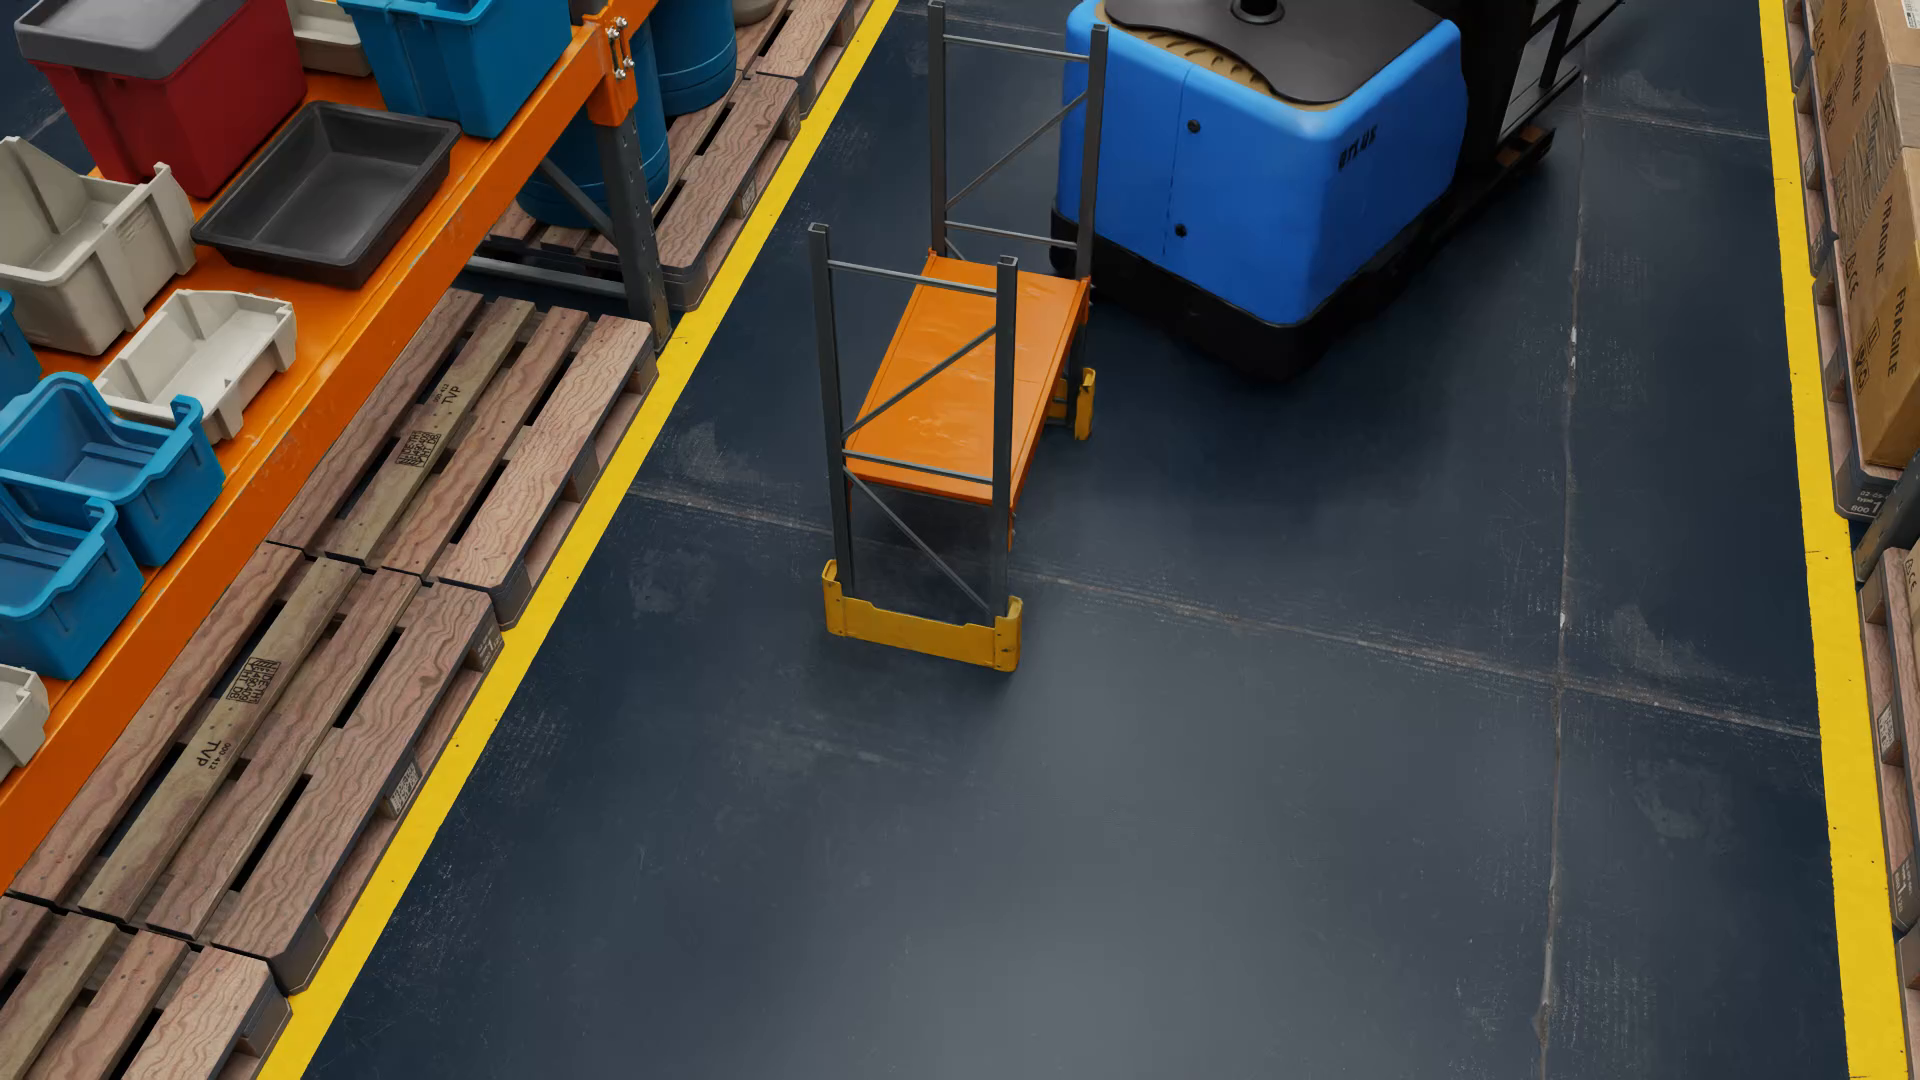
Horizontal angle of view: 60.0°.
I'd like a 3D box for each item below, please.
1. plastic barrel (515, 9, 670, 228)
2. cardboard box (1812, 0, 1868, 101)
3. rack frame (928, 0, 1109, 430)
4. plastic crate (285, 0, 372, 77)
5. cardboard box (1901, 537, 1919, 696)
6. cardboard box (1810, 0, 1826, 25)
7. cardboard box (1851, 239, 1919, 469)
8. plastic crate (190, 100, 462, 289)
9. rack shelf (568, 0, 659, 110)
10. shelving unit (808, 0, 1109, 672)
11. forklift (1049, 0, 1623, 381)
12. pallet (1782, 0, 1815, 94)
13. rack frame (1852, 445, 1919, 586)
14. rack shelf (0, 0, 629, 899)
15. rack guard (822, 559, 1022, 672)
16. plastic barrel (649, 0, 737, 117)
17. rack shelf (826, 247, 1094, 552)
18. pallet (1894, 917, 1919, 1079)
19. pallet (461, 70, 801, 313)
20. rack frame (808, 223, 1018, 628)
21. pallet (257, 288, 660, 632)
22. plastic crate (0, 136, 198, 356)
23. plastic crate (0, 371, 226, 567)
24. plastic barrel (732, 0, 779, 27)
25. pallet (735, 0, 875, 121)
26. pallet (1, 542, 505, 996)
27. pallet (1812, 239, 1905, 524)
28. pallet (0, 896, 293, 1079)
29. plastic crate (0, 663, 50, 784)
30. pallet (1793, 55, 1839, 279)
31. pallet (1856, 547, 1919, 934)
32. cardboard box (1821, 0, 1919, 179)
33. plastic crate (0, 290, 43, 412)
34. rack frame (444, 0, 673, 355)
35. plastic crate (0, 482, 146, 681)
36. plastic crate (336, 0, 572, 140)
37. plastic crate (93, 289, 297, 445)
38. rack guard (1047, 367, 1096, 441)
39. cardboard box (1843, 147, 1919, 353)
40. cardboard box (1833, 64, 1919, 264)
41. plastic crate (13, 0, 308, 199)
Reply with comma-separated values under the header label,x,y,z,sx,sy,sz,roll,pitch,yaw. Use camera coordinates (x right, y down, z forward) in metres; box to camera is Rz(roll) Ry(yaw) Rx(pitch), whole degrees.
label,x,y,z,sx,sy,sz,roll,pitch,yaw
plastic barrel,-1.358,-1.619,5.798,0.600,0.901,0.708,12,50,10
cardboard box,3.648,-2.001,6.389,0.500,0.500,0.500,11,49,10
rack frame,0.156,-0.926,5.067,0.500,1.500,0.032,12,50,10
plastic crate,-1.778,-1.408,4.628,0.396,0.136,0.243,12,50,10
cardboard box,2.941,0.201,4.572,0.500,0.311,0.500,12,50,10
cardboard box,3.785,-2.363,6.709,0.500,0.500,0.500,10,49,9
cardboard box,3.114,-0.536,5.096,0.500,0.500,0.500,11,50,10
plastic crate,-1.553,-0.850,4.143,0.437,0.125,0.590,12,50,10
rack shelf,-0.991,-2.993,6.370,1.077,0.370,4.000,12,50,10
shelving unit,0.020,-0.551,4.736,0.587,1.500,1.083,12,50,10
forklift,1.669,-2.543,5.539,1.130,2.935,3.031,33,56,26
pallet,4.080,-2.242,7.088,1.003,0.211,1.213,12,50,10
rack frame,3.260,-0.804,3.959,1.000,3.000,0.127,12,50,10
rack shelf,-2.044,-0.099,3.817,1.077,0.370,4.000,12,50,10
rack guard,-0.111,0.222,4.887,0.587,0.250,0.087,12,50,10
plastic barrel,-1.172,-2.131,6.250,0.600,0.901,0.708,12,50,10
rack shelf,0.022,-0.439,4.877,0.538,0.185,1.000,12,50,10
pallet,2.759,1.501,3.785,1.003,0.211,1.213,12,50,10
pallet,-1.274,-1.411,6.355,1.003,0.211,1.213,12,50,10
rack frame,-0.111,-0.190,4.418,0.500,1.500,0.032,12,50,10
pallet,-1.674,-0.322,5.393,1.003,0.211,1.213,12,50,10
plastic crate,-2.097,-0.697,3.903,0.437,0.282,0.530,12,50,10
plastic crate,-1.762,-0.138,3.443,0.416,0.233,0.300,12,50,10
plastic barrel,-0.937,-2.393,6.741,0.421,0.512,0.421,0,49,0
pallet,-0.955,-2.297,7.136,1.003,0.211,1.213,12,50,10
pallet,-1.993,0.563,4.612,1.003,0.211,1.213,12,50,10
pallet,3.438,-0.477,5.530,1.003,0.211,1.213,12,50,10
pallet,-2.316,1.443,3.836,1.003,0.211,1.213,12,50,10
plastic crate,-1.845,0.357,3.070,0.250,0.136,0.298,12,50,10
pallet,3.757,-1.362,6.312,1.003,0.211,1.213,12,50,10
pallet,3.078,0.615,4.566,1.003,0.211,1.213,12,50,10
cardboard box,3.516,-1.623,6.055,0.500,0.500,0.500,10,49,9
plastic crate,-2.277,-0.391,3.666,0.416,0.233,0.300,12,50,10
rack frame,-1.518,-1.784,4.824,1.000,3.000,0.127,12,50,10
plastic crate,-1.841,0.079,3.252,0.416,0.233,0.300,12,50,10
plastic crate,-1.311,-1.394,4.450,0.392,0.384,0.575,12,50,10
plastic crate,-1.686,-0.398,3.736,0.293,0.136,0.466,12,50,10
rack guard,0.151,-0.498,5.523,0.587,0.250,0.087,12,50,10
cardboard box,3.252,-0.892,5.410,0.500,0.500,0.500,12,50,10
cardboard box,3.384,-1.254,5.730,0.500,0.500,0.500,12,50,11
plastic crate,-1.995,-1.229,4.251,0.402,0.464,0.583,12,50,10
